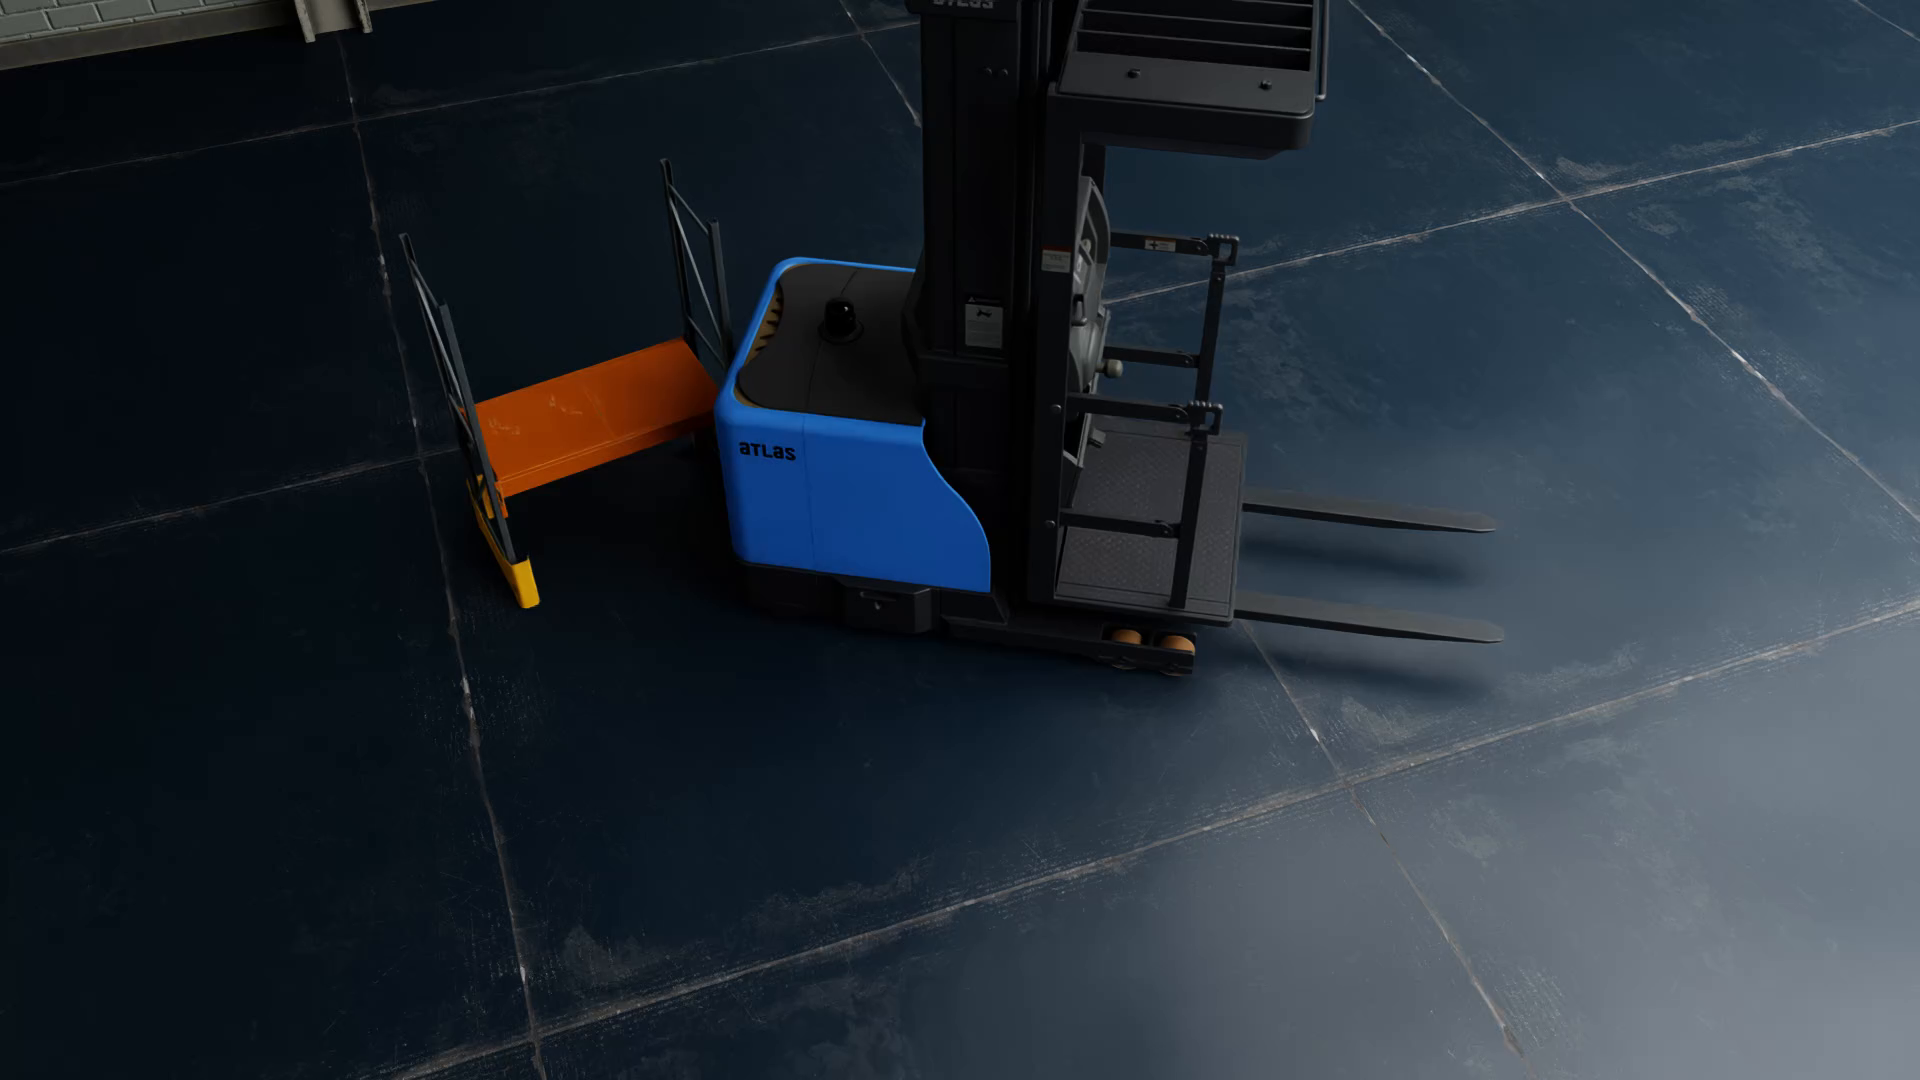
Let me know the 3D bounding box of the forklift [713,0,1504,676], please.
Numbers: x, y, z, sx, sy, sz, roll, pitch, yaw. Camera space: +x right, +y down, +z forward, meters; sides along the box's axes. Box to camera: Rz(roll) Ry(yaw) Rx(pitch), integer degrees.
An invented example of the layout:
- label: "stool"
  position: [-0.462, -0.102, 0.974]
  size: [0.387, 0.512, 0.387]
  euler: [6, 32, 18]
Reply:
- label: "forklift"
  position: [0.649, -0.911, 5.898]
  size: [3.031, 2.935, 1.130]
  euler: [7, 46, 7]

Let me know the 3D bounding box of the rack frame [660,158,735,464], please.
- label: "rack frame"
  position: [-1.022, -0.784, 6.782]
  size: [0.032, 1.500, 0.500]
  euler: [-22, 49, -20]

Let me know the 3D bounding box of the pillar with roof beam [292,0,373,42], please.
- label: "pillar with roof beam"
  position: [-2.364, -3.467, 4.162]
  size: [0.400, 9.000, 9.100]
  euler: [-14, 47, -14]

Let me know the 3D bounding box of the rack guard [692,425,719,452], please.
- label: "rack guard"
  position: [-1.023, -0.343, 7.224]
  size: [0.087, 0.250, 0.587]
  euler: [-22, 49, -20]

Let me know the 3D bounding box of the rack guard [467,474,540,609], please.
- label: "rack guard"
  position: [-1.891, 0.003, 6.880]
  size: [0.087, 0.250, 0.587]
  euler: [-22, 49, -20]

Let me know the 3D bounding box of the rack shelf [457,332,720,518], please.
- label: "rack shelf"
  position: [-1.465, -0.481, 6.734]
  size: [1.000, 0.185, 0.538]
  euler: [-22, 49, -20]

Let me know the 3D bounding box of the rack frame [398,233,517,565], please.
- label: "rack frame"
  position: [-1.908, -0.432, 6.430]
  size: [0.032, 1.500, 0.500]
  euler: [-22, 49, -20]

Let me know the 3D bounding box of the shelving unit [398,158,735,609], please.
- label: "shelving unit"
  position: [-1.457, -0.611, 6.609]
  size: [1.083, 1.500, 0.587]
  euler: [-22, 49, -20]
